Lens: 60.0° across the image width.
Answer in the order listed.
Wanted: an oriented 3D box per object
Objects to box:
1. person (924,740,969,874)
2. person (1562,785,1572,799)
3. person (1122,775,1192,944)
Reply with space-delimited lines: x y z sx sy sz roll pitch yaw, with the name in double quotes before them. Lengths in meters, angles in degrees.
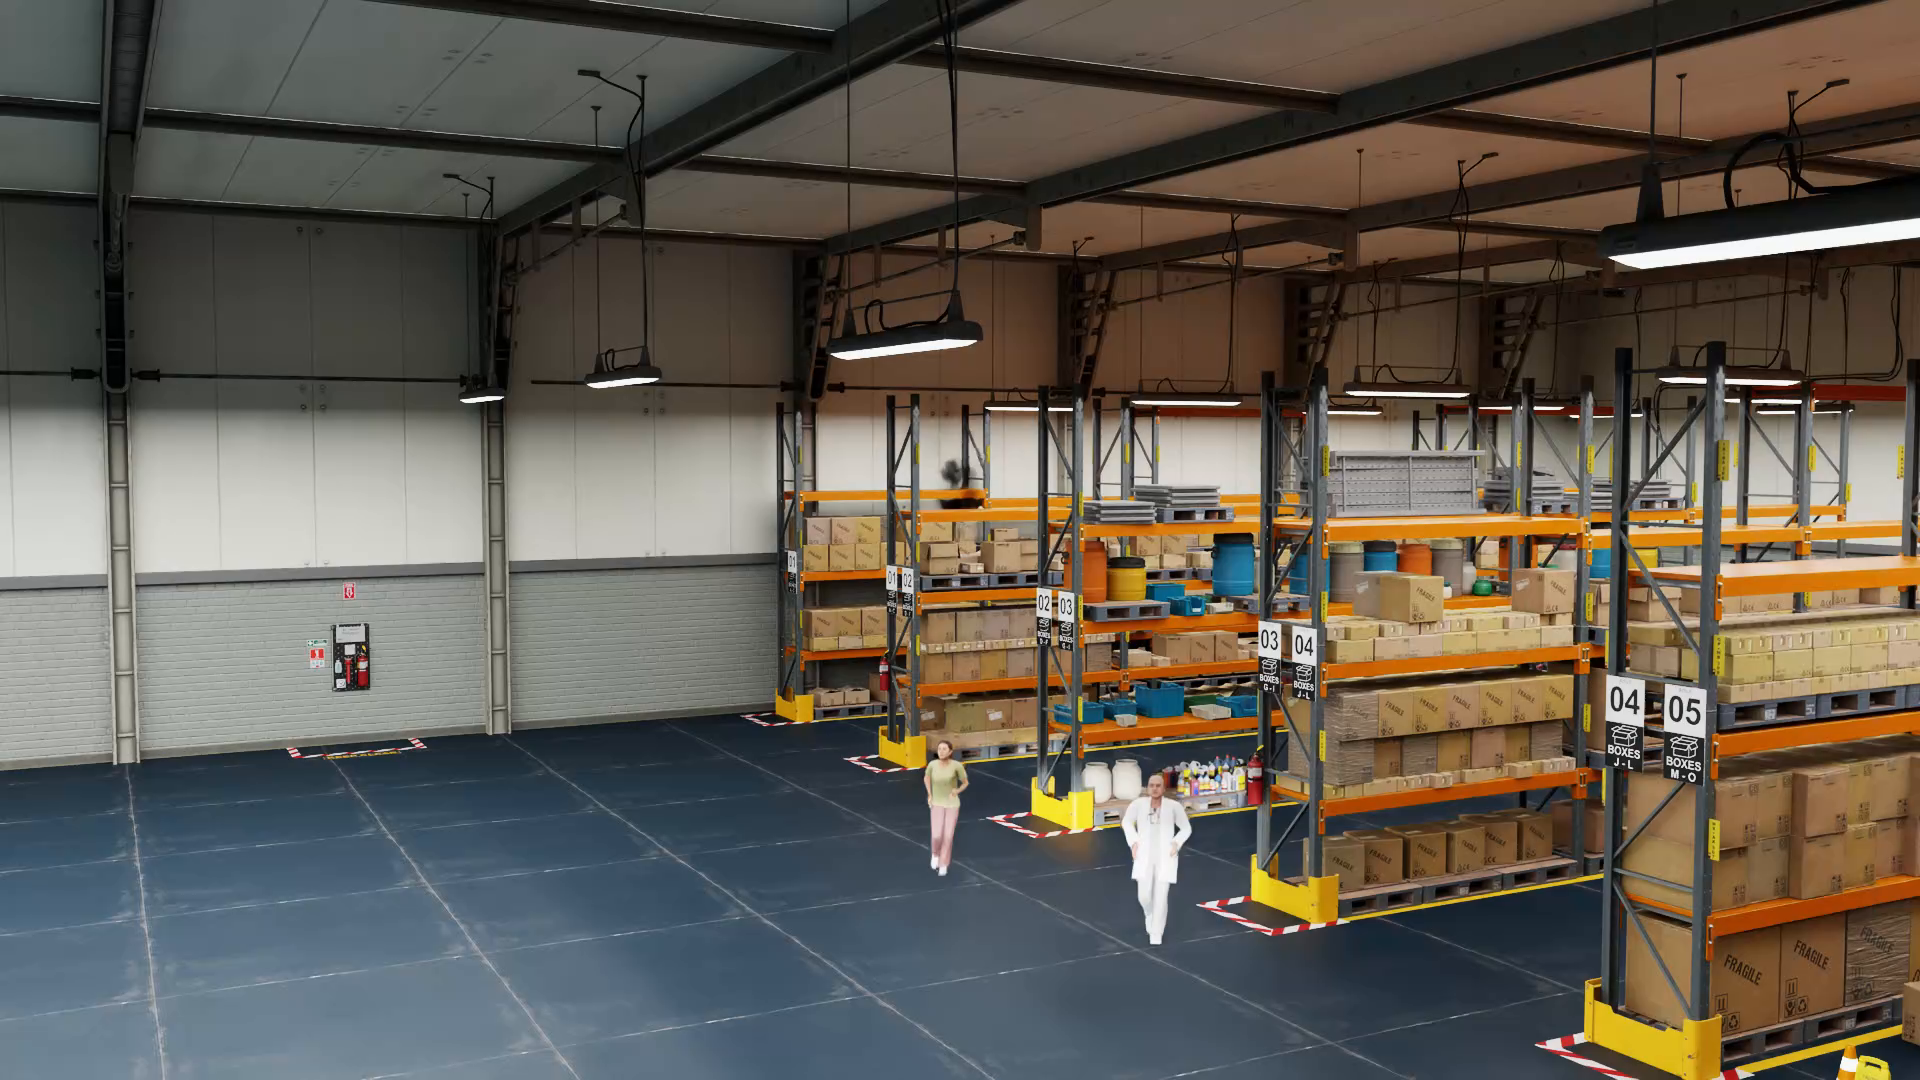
"person" -0.177 3.218 19.974 0.565 1.629 0.538 0 3 7
"person" 8.393 3.078 22.855 0.626 1.571 0.530 -2 4 -27
"person" 2.033 3.316 17.314 0.734 1.735 0.610 1 3 12
